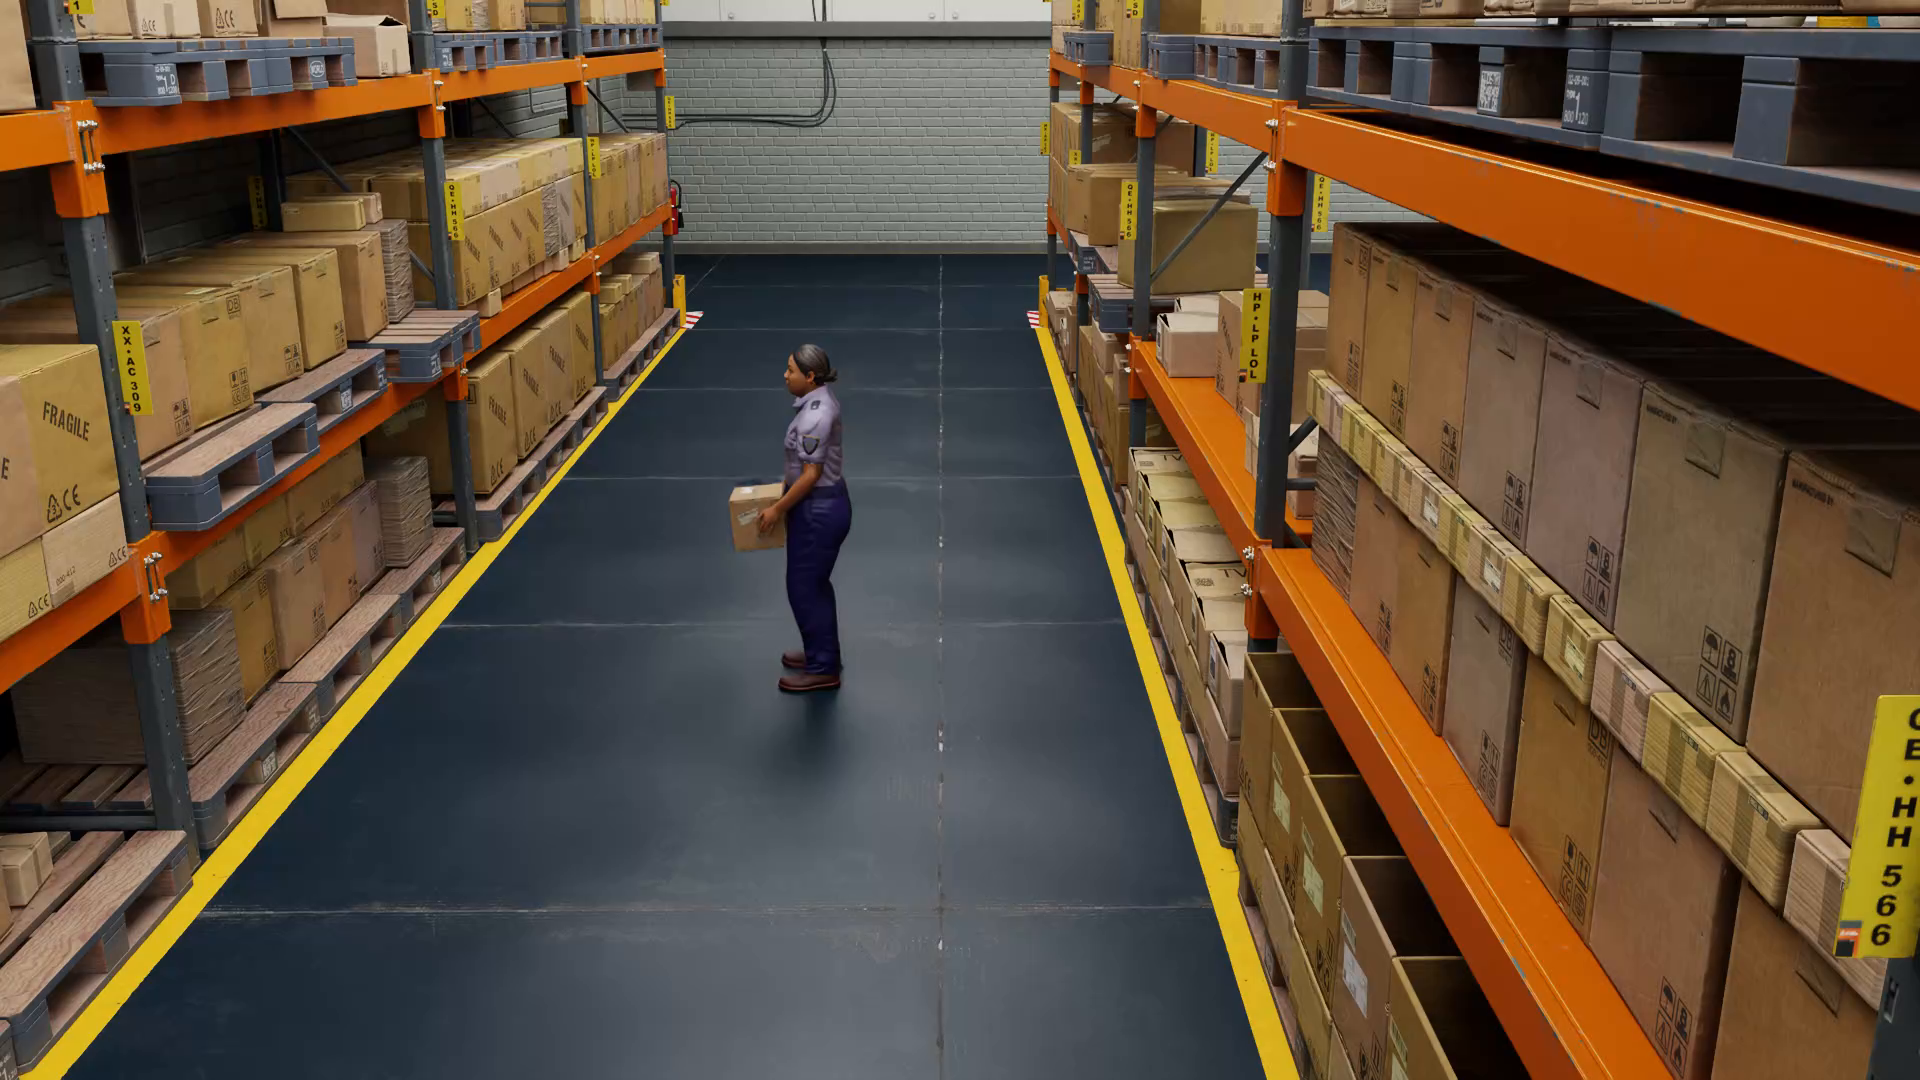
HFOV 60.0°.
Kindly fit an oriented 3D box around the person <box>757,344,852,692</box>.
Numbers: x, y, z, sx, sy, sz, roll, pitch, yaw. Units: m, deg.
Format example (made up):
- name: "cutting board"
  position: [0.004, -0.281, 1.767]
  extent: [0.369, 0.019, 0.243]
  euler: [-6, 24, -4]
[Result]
- name: "person"
  position: [-0.737, -0.118, 7.933]
  extent: [0.437, 1.656, 0.502]
  euler: [-1, 17, -2]
